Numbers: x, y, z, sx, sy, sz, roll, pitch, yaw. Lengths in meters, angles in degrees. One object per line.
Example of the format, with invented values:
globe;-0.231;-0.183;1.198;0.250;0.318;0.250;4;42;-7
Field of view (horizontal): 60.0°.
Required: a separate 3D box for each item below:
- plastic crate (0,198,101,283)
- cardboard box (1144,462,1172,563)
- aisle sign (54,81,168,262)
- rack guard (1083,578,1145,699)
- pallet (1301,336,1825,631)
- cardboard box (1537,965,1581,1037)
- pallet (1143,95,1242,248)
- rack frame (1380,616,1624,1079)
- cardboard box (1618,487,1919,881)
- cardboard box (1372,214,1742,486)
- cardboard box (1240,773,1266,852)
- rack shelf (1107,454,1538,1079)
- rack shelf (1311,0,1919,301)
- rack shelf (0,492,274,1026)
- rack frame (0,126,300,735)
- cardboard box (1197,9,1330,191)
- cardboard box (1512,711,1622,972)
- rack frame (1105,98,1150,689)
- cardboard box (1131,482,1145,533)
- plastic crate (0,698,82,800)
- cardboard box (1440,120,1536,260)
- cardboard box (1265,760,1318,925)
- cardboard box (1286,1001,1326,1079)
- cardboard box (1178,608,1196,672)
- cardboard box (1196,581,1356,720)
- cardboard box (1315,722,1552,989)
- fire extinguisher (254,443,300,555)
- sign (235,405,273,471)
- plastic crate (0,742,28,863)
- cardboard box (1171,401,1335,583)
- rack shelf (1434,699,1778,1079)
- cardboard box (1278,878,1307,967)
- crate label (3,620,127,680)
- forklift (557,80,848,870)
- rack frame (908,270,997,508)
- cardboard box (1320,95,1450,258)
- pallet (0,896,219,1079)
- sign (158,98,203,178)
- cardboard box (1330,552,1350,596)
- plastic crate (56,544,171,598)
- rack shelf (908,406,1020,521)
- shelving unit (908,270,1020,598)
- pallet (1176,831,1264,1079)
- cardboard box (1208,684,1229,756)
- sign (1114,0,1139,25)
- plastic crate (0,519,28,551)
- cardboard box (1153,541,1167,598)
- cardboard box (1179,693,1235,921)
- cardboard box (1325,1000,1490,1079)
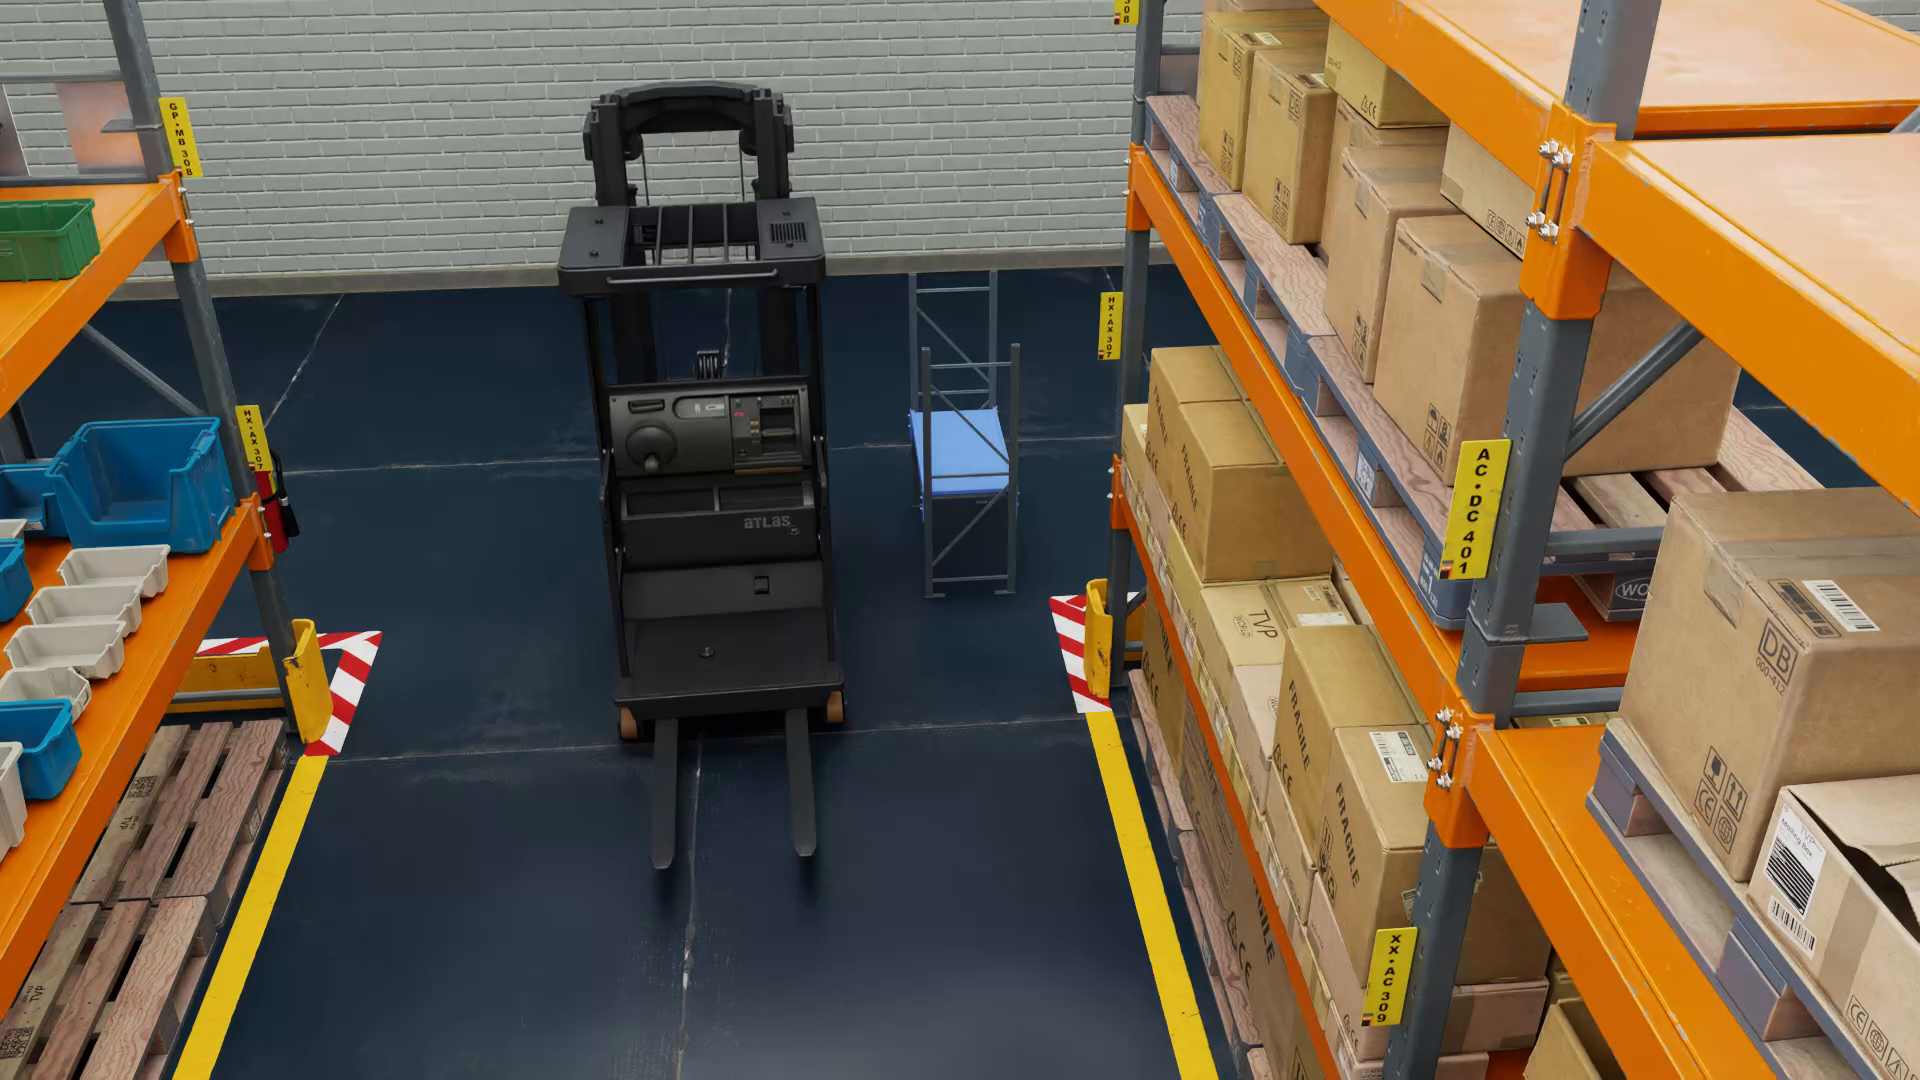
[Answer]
plastic crate;-3.320;-1.055;5.872;0.450;0.188;0.336;-3;31;-5
cardboard box;1.066;-0.125;6.891;0.500;0.250;0.500;-3;31;-5
aisle sign;-3.412;-1.515;6.826;0.394;0.787;0.004;-3;31;-5
rack guard;1.233;0.476;8.466;1.175;0.500;0.348;-3;31;-5
pallet;1.542;-0.211;4.339;1.003;0.211;1.213;-3;31;-5
cardboard box;1.825;1.141;4.770;0.500;0.250;0.500;-3;31;-5
pallet;1.314;-1.456;6.425;1.003;0.211;1.213;-3;31;-5
rack frame;1.608;1.457;4.386;1.000;3.000;0.127;-3;31;-5
cardboard box;1.673;0.242;2.988;0.700;0.500;0.500;-2;31;-3
cardboard box;1.476;-0.493;4.122;0.700;0.500;0.500;-5;31;-8
cardboard box;1.157;0.900;5.564;0.380;0.149;0.250;-2;31;-4
rack shelf;1.422;0.745;6.280;1.077;0.370;4.000;-3;31;-5
rack shelf;1.422;-1.659;4.844;1.077;0.370;4.000;-3;31;-5
rack shelf;-3.510;0.982;5.882;1.077;0.370;4.000;-3;31;-5
rack frame;-3.697;-0.348;7.407;1.000;3.000;0.127;-3;31;-5
cardboard box;1.269;-1.583;5.946;0.700;0.500;0.500;-4;31;-6
cardboard box;1.818;0.815;4.585;0.500;0.500;0.500;-3;31;-5
rack frame;1.235;-0.585;7.805;1.000;3.000;0.127;-3;31;-5
cardboard box;0.965;-0.149;7.320;0.380;0.149;0.250;-3;31;-5
plastic crate;-3.249;0.735;5.700;0.416;0.233;0.300;-3;31;-5
cardboard box;1.527;-0.899;4.070;0.500;0.250;0.500;-5;31;-8
cardboard box;1.255;0.917;5.146;0.500;0.250;0.500;-2;31;-3
cardboard box;1.626;1.848;5.393;0.875;0.875;0.875;-3;31;-5
cardboard box;1.062;0.376;6.440;0.380;0.149;0.250;-3;31;-5
cardboard box;1.163;0.398;6.016;0.500;0.250;0.500;-3;31;-6
cardboard box;1.299;0.850;4.527;0.500;0.500;0.500;-2;31;-3
fire extinguisher;-3.258;-0.253;7.688;0.296;0.674;0.183;-3;31;-5
sign;-3.150;-0.452;7.424;0.100;0.325;0.005;-3;31;-5
plastic crate;-3.282;0.931;5.323;0.437;0.282;0.530;-3;31;-5
cardboard box;1.112;-0.193;6.273;0.500;0.500;0.500;-4;31;-6
rack shelf;1.795;1.499;2.091;1.077;0.370;4.000;-3;31;-5
cardboard box;1.206;1.163;5.124;0.380;0.149;0.250;-3;31;-5
crate label;-3.377;0.437;6.292;0.396;0.136;0.243;-3;31;-5
forklift;-1.149;-0.474;7.686;1.130;2.935;3.031;-4;31;-6
rack frame;-0.040;-0.860;9.727;0.500;1.500;0.032;-3;31;-5
cardboard box;1.522;-1.042;5.040;0.700;0.500;0.500;-1;31;-2
pallet;-3.547;1.894;6.374;1.003;0.211;1.213;-3;31;-5
sign;-3.150;-1.625;6.723;0.100;0.325;0.005;-3;31;-5
cardboard box;1.639;0.105;6.505;0.500;0.250;0.500;-4;31;-6
plastic crate;-3.440;0.147;6.777;0.396;0.136;0.243;-3;31;-5
rack shelf;0.008;-0.446;9.385;0.538;0.185;1.000;-3;31;-5
shelving unit;0.008;-0.600;9.293;0.538;1.500;1.048;-3;31;-5
pallet;1.498;1.638;6.802;1.003;0.211;1.213;-3;31;-5
cardboard box;1.111;0.639;6.001;0.380;0.149;0.250;-2;31;-4
sign;0.682;-2.258;6.752;0.100;0.325;0.005;-3;31;-5
plastic crate;-4.054;0.049;6.941;0.250;0.136;0.298;-3;31;-5
cardboard box;1.015;0.115;6.878;0.380;0.149;0.250;-3;31;-5
cardboard box;1.459;0.934;6.923;0.875;0.875;0.875;-3;31;-5
cardboard box;1.254;1.425;4.684;0.380;0.149;0.250;-3;31;-4
